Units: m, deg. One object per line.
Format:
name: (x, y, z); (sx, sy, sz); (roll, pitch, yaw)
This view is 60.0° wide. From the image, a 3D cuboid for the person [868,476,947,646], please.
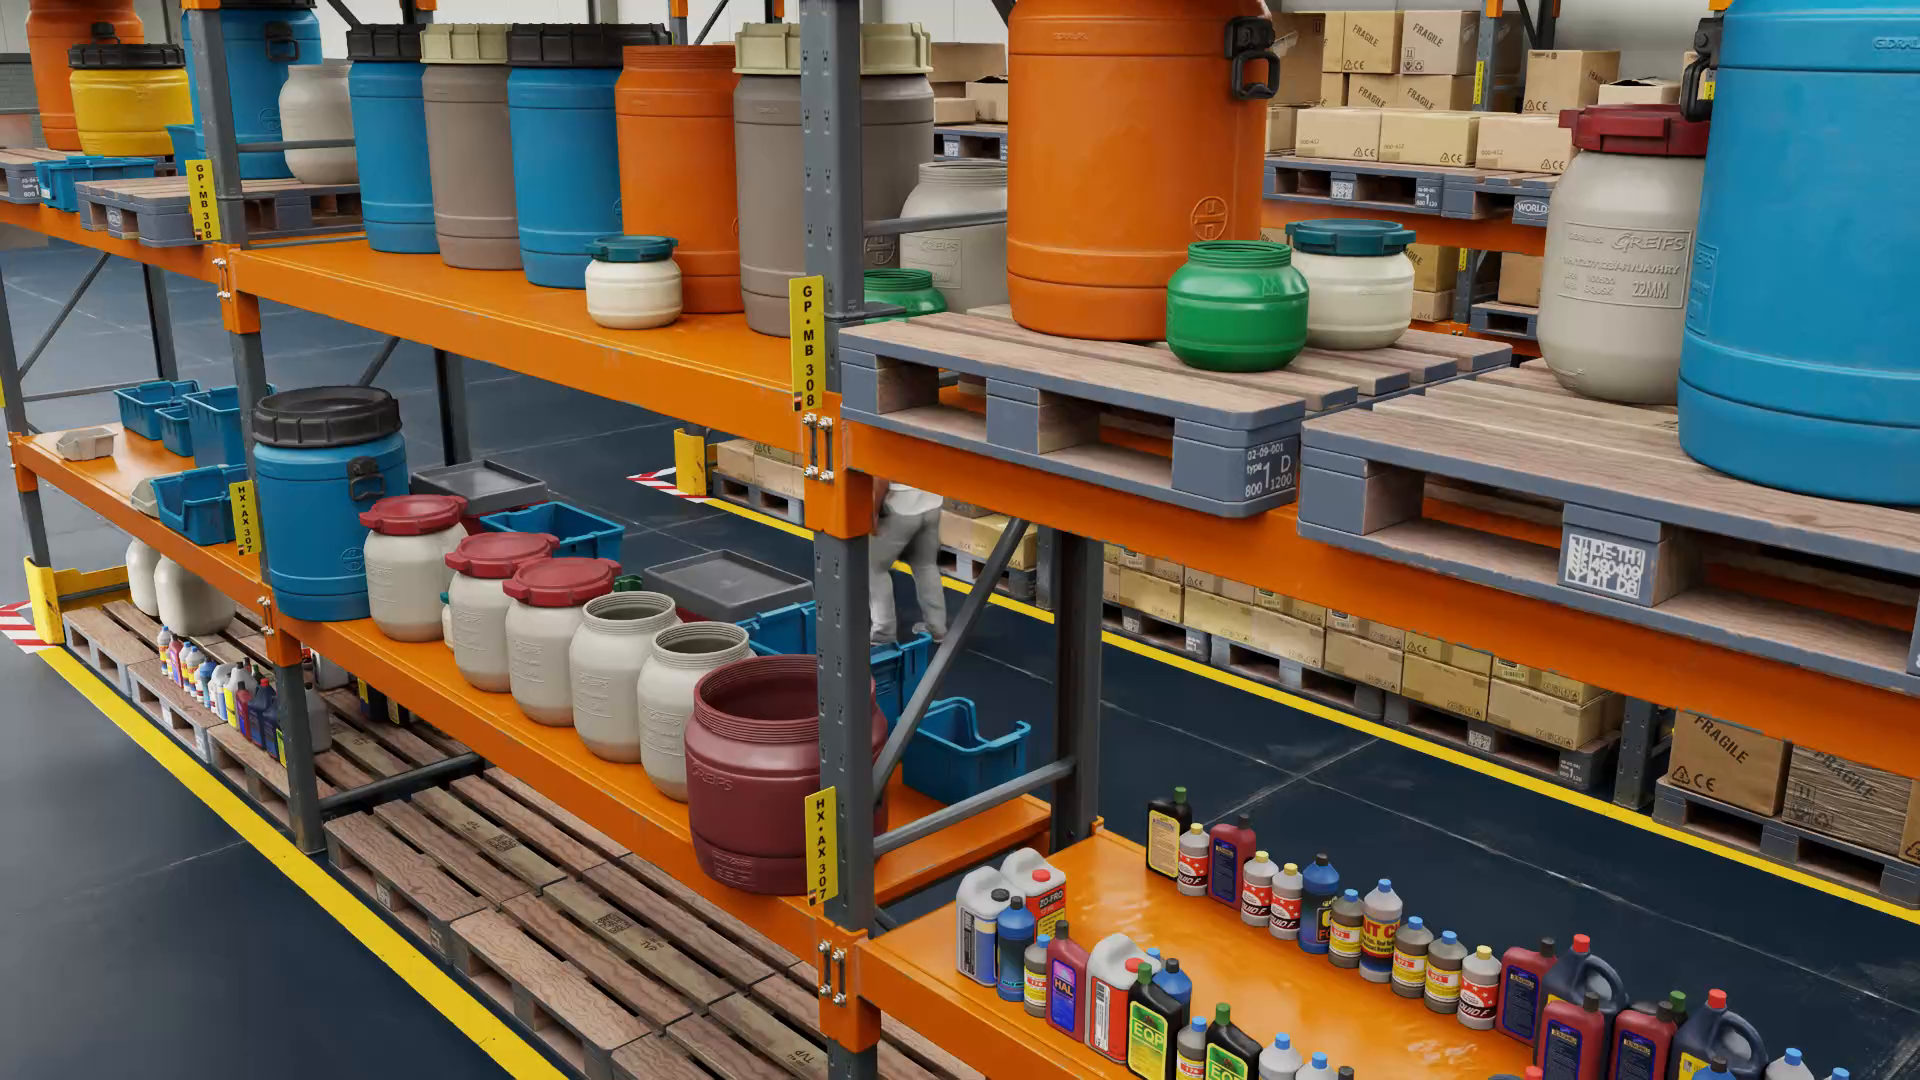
person: (-0.372, -0.204, 10.176); (0.521, 1.763, 0.609); (13, 22, 37)
